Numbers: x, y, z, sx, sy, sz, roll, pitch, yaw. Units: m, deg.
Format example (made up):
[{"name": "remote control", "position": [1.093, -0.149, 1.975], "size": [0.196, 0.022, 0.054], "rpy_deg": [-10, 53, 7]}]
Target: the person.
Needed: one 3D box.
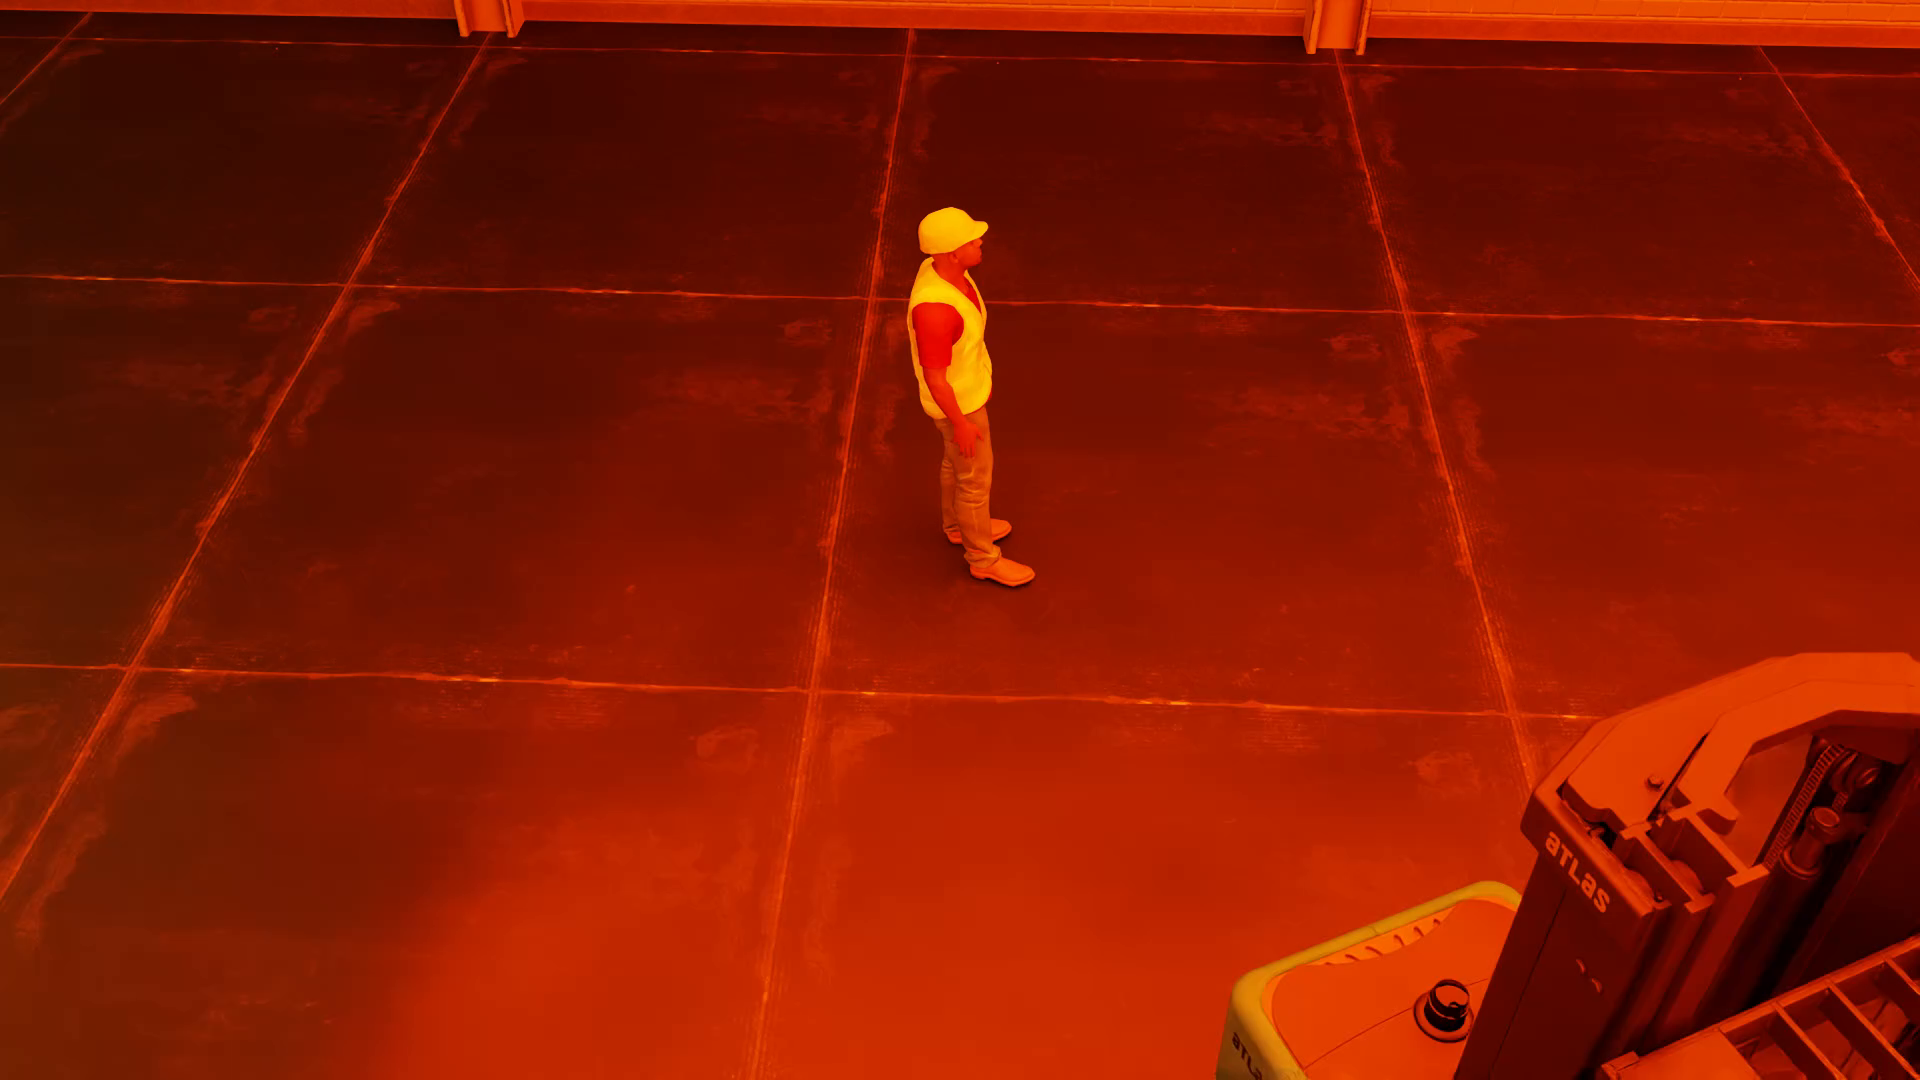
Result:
[{"name": "person", "position": [0.069, -0.651, 7.309], "size": [0.577, 1.765, 0.665], "rpy_deg": [2, 42, 2]}]

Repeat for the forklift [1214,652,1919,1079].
[{"name": "forklift", "position": [1.828, 1.795, 3.776], "size": [1.130, 2.935, 3.031], "rpy_deg": [-16, 45, -17]}]
